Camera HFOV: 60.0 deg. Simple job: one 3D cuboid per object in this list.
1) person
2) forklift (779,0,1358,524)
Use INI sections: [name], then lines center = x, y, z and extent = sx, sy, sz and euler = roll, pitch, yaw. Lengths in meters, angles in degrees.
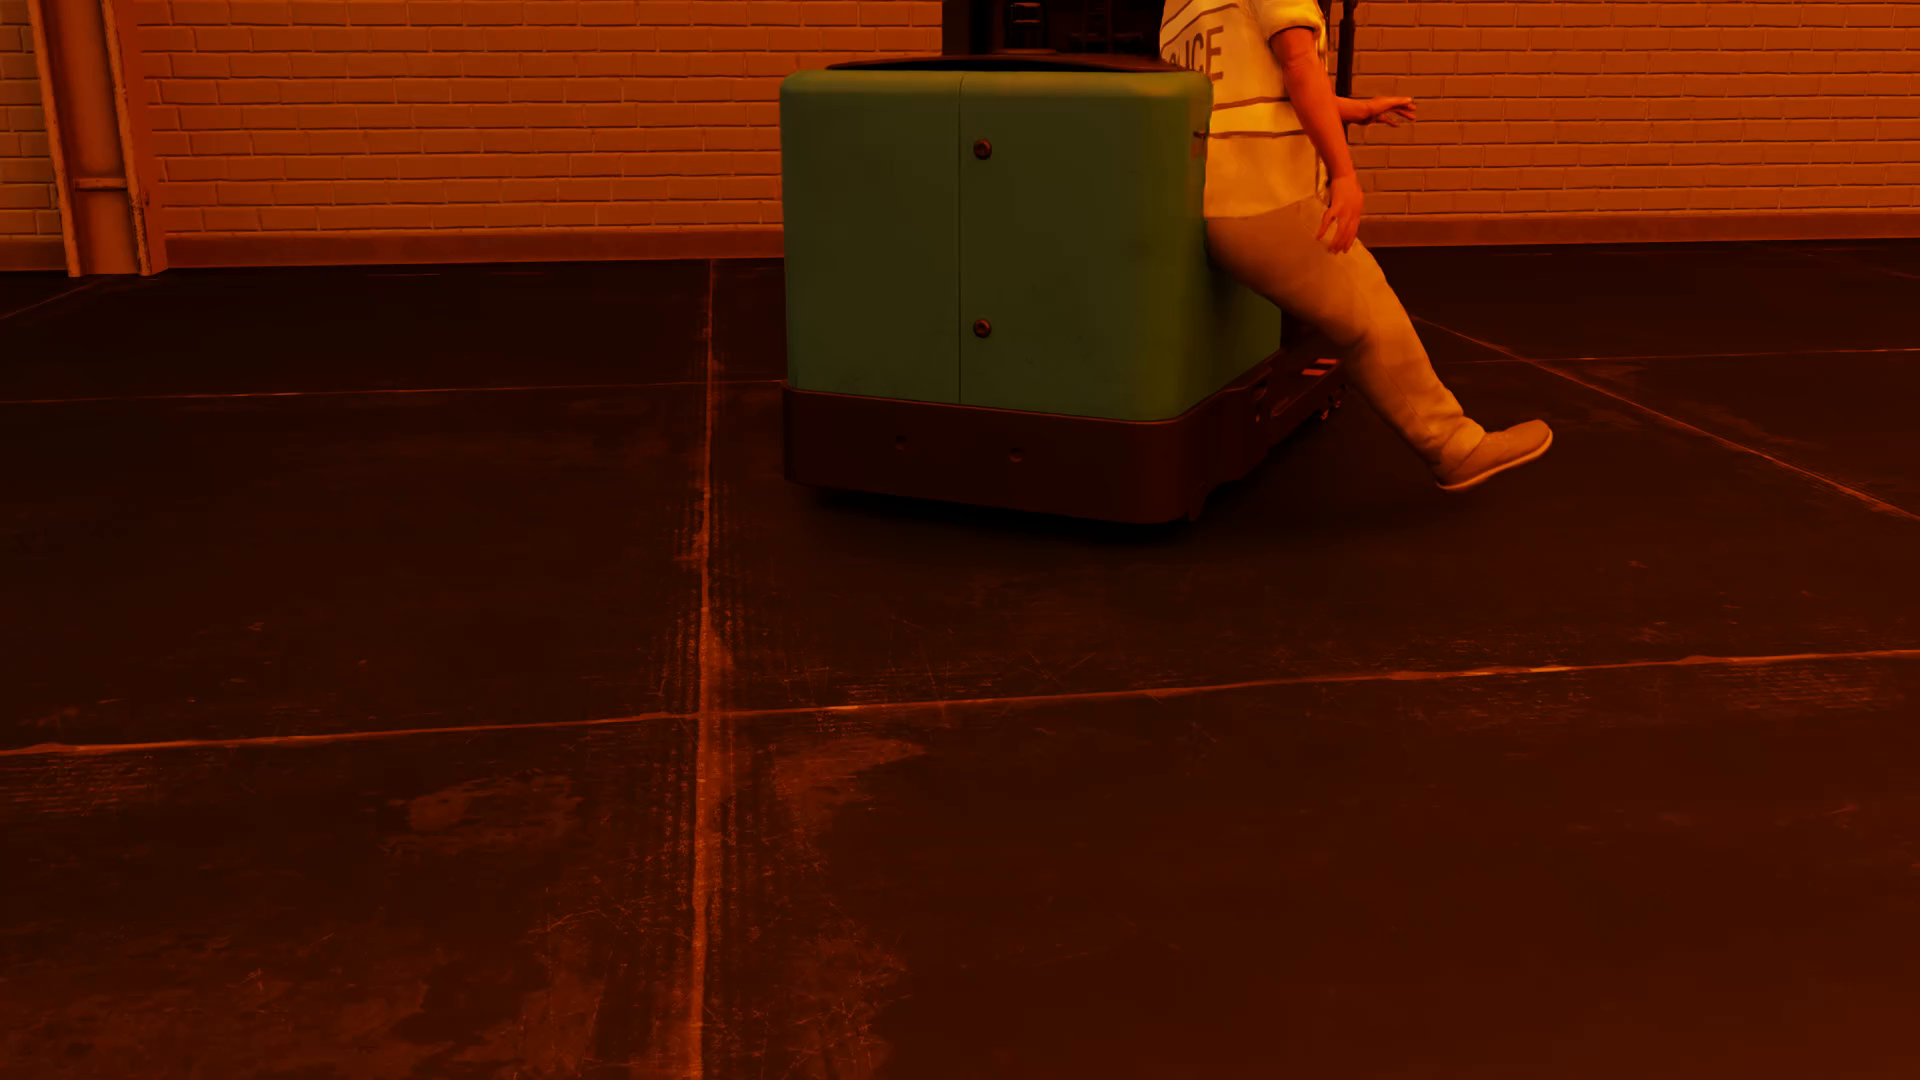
[person]
center = 0.879, -0.917, 4.189
extent = 1.058, 1.530, 0.989
euler = -6, 18, -19
[forklift]
center = 0.617, -1.820, 4.926
extent = 1.130, 2.935, 3.031
euler = 7, 18, 23
